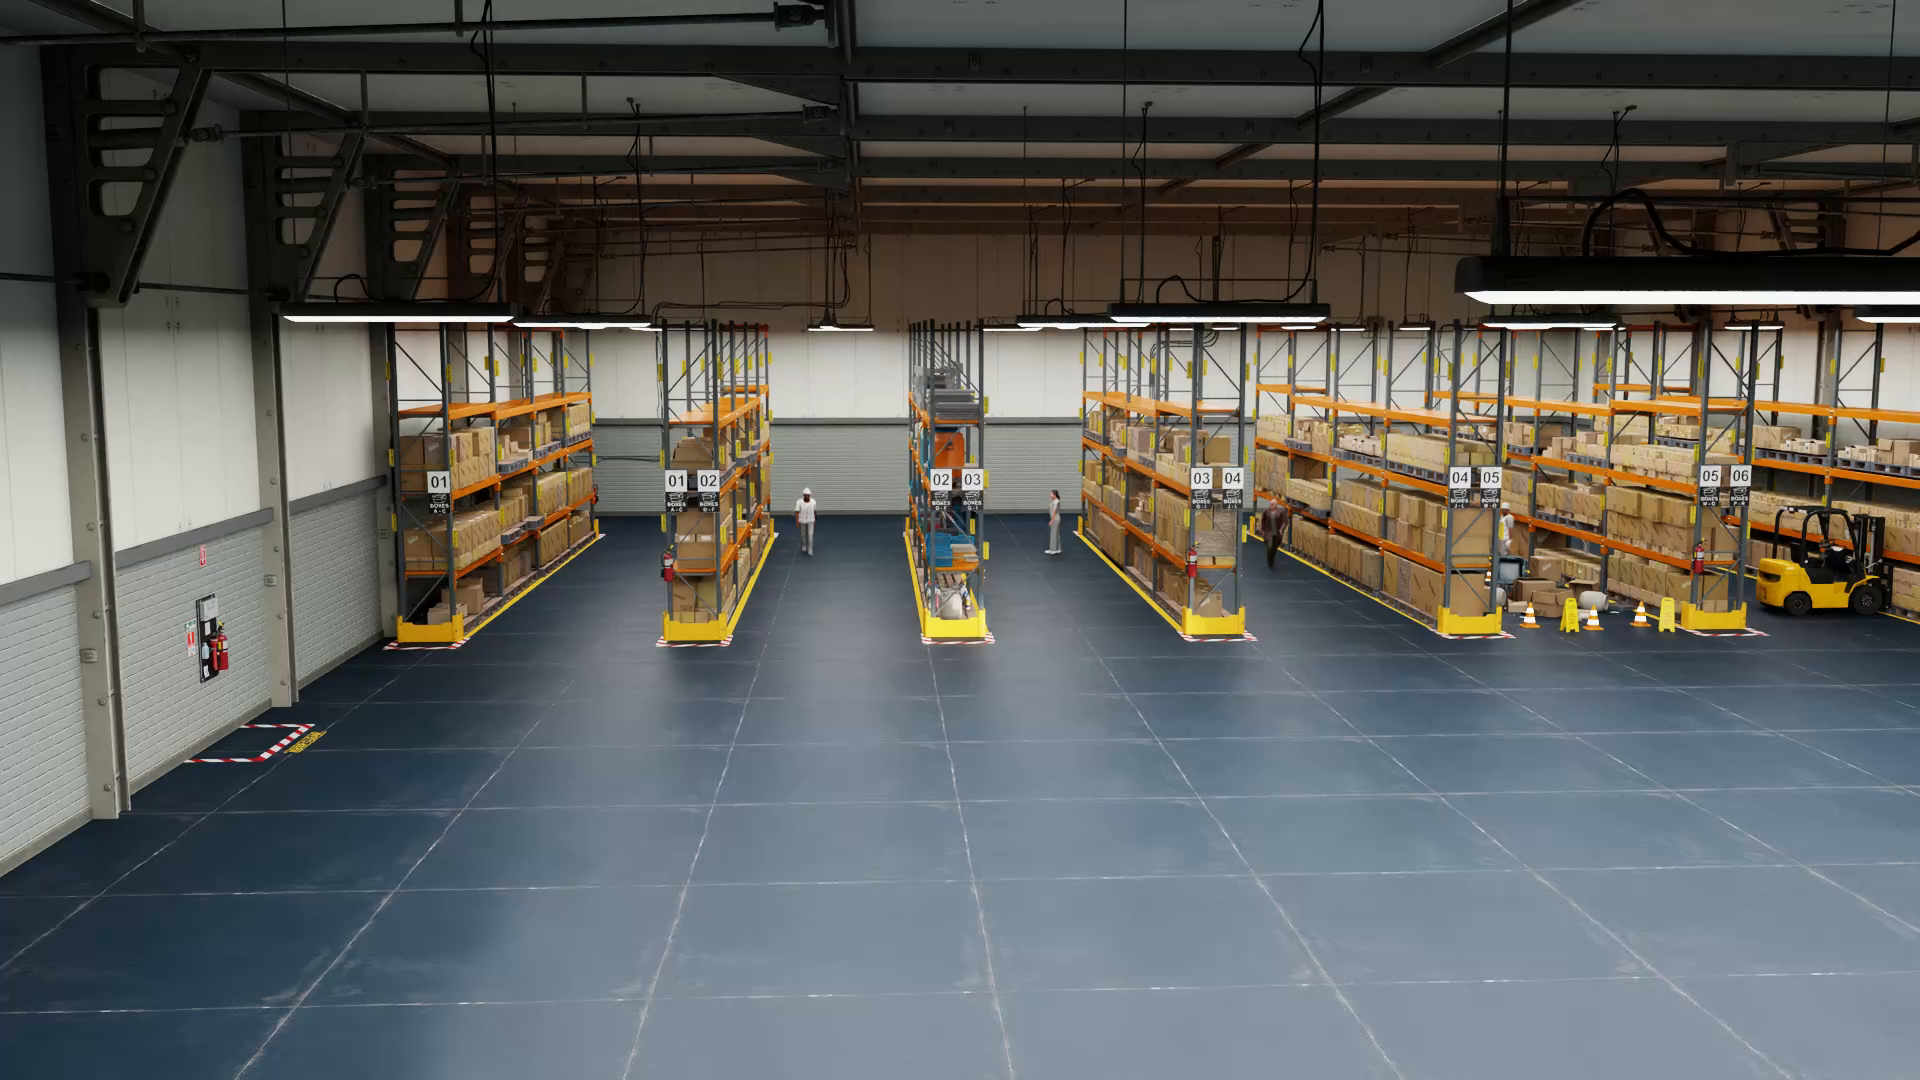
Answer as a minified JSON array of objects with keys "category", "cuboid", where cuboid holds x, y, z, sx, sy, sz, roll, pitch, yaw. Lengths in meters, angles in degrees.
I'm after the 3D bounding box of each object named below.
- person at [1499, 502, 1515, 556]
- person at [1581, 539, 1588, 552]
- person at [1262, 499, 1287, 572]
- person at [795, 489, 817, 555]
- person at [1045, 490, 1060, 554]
[{"category":"person","cuboid":[12.855,0.001,39.220,0.420,1.790,0.595,3,8,21]},{"category":"person","cuboid":[16.029,-0.335,42.744,0.353,1.608,0.469,2,7,19]},{"category":"person","cuboid":[7.671,-0.107,40.589,0.560,1.811,0.936,0,7,-2]},{"category":"person","cuboid":[-4.015,-0.482,43.341,0.567,1.719,1.054,0,7,-3]},{"category":"person","cuboid":[2.432,-0.480,43.474,0.397,1.685,0.461,0,7,-1]}]
